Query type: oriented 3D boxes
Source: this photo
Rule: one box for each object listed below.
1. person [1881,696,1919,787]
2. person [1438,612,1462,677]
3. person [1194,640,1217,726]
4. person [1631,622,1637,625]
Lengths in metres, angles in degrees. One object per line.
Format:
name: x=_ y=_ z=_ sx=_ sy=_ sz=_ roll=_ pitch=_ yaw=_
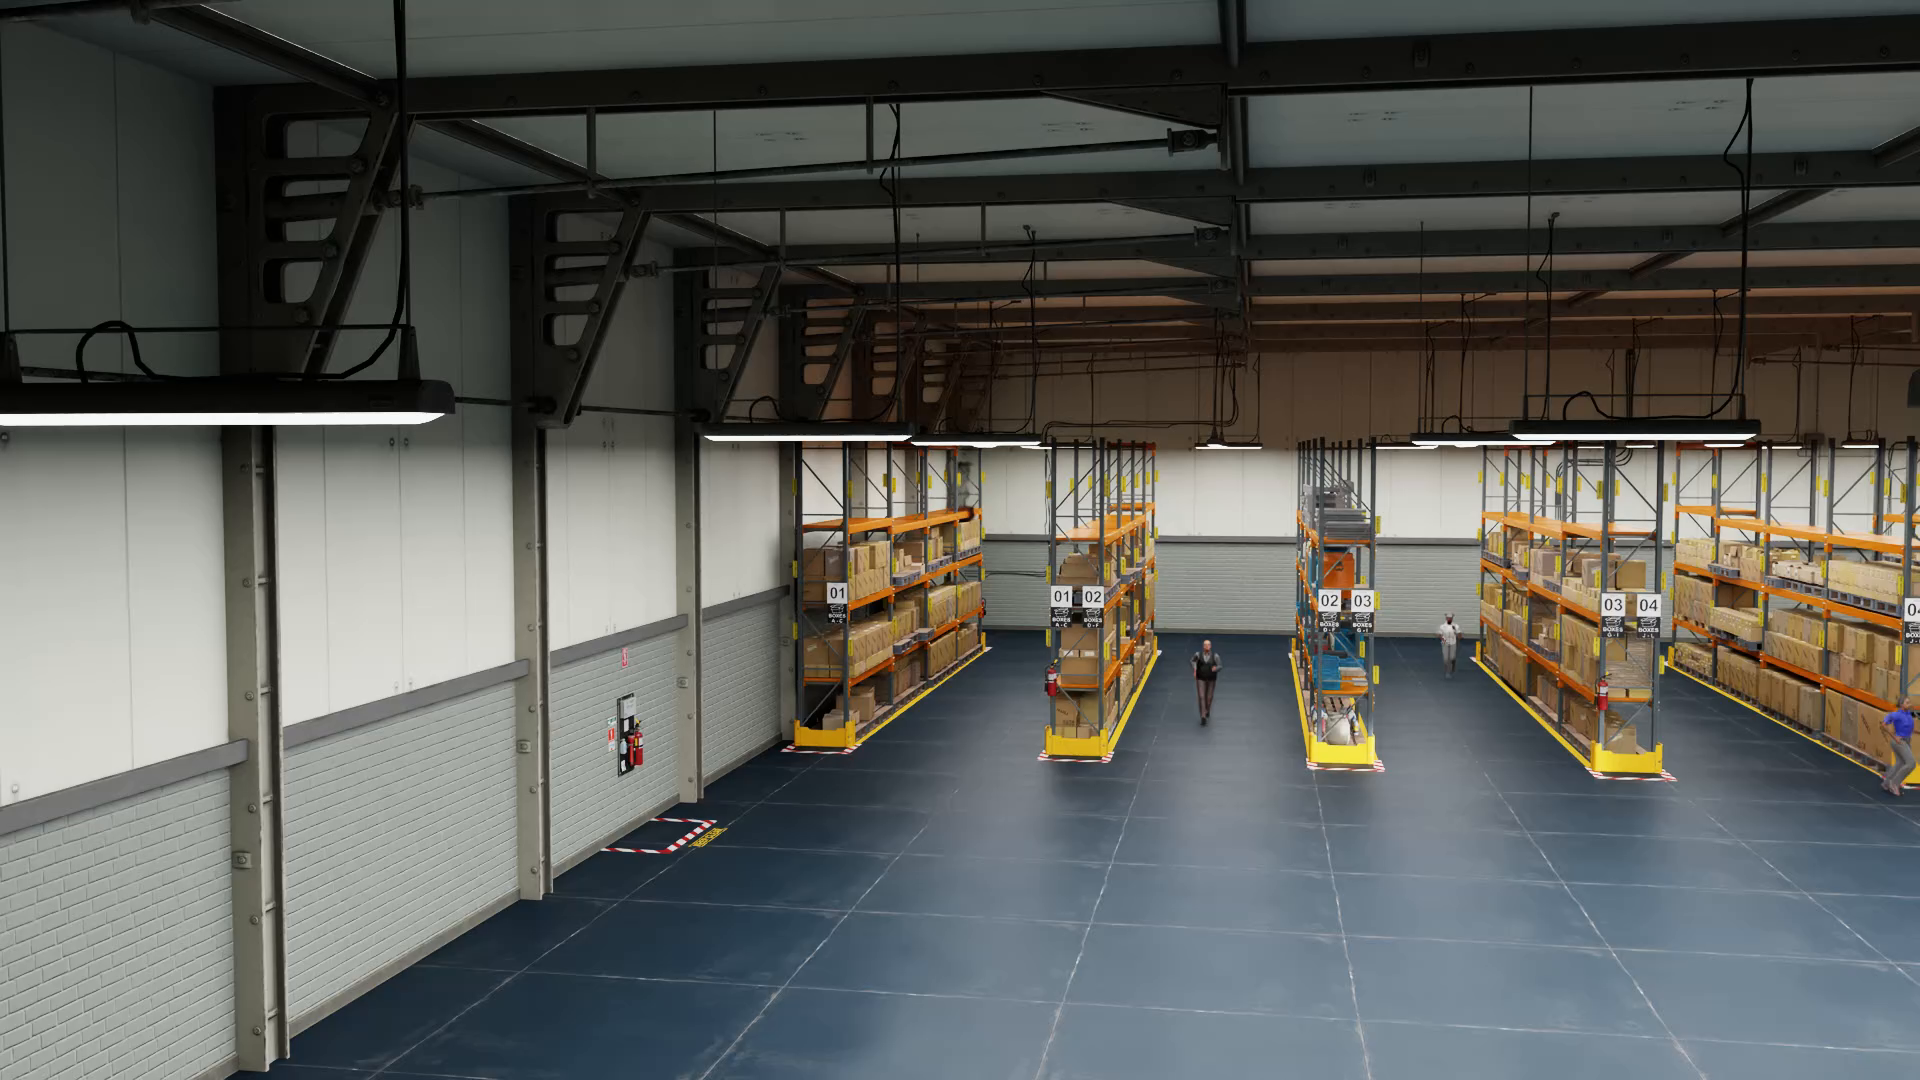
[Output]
person: x=15.761 y=3.384 z=27.762 sx=0.568 sy=1.547 sz=0.637 roll=-2 pitch=4 yaw=-39
person: x=12.440 y=2.665 z=42.243 sx=0.570 sy=1.662 sz=0.530 roll=1 pitch=3 yaw=18
person: x=5.188 y=2.990 z=35.159 sx=0.515 sy=1.748 sz=0.936 roll=0 pitch=3 yaw=4
person: x=17.723 y=2.479 z=43.825 sx=0.716 sy=1.747 sz=1.015 roll=1 pitch=3 yaw=23
